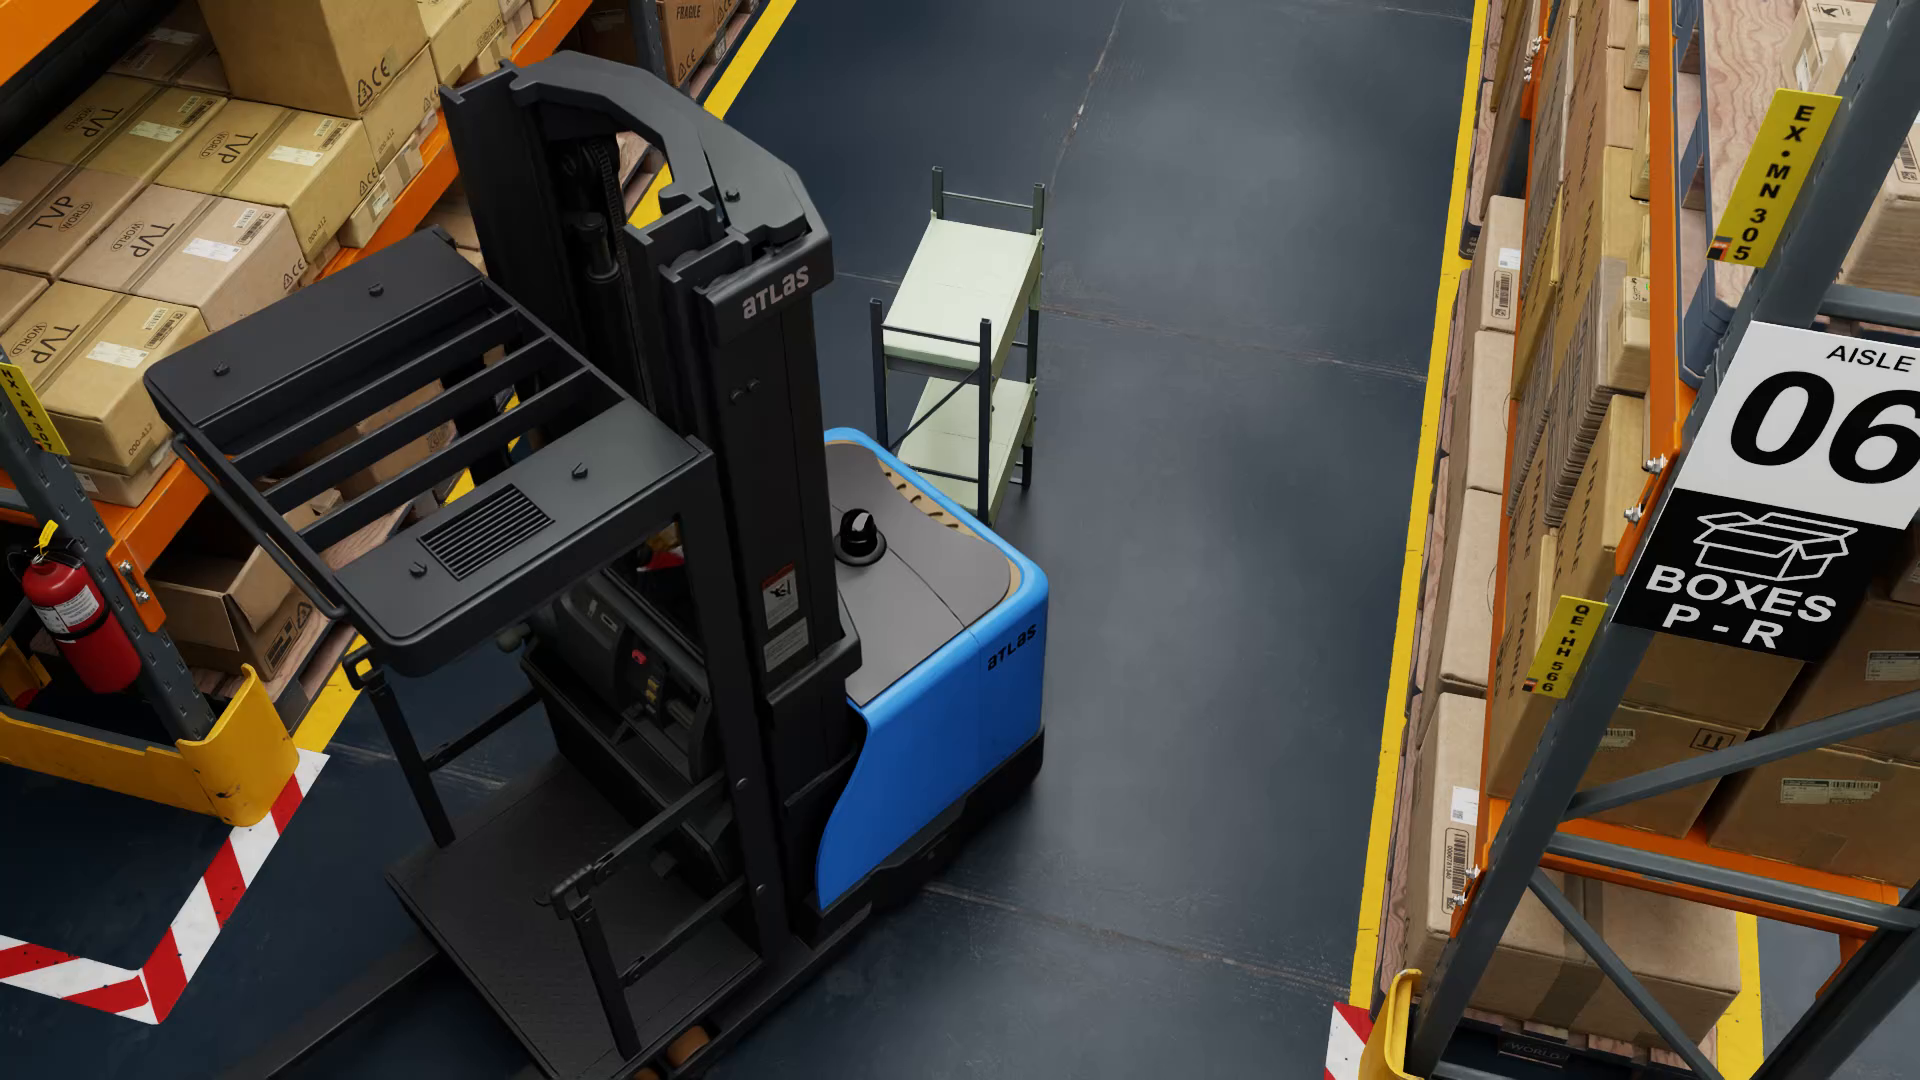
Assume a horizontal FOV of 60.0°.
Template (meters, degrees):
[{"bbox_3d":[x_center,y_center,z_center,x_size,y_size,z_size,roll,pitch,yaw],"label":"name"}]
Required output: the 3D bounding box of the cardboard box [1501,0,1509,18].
[{"bbox_3d":[3.410,-3.284,8.704,0.875,0.875,0.875,12,50,10],"label":"cardboard box"}]

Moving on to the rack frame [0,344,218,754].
[{"bbox_3d":[-2.985,-0.166,4.815,1.000,3.000,0.127,12,50,10],"label":"rack frame"}]

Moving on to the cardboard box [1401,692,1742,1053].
[{"bbox_3d":[1.882,1.022,5.195,0.875,0.438,0.875,10,49,9],"label":"cardboard box"}]

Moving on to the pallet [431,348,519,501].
[{"bbox_3d":[-2.433,-0.755,7.195,1.003,0.211,1.213,12,50,10],"label":"pallet"}]

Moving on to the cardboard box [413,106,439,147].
[{"bbox_3d":[-2.196,-1.583,6.233,0.380,0.149,0.250,11,50,10],"label":"cardboard box"}]

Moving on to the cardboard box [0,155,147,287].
[{"bbox_3d":[-2.983,-0.973,5.429,0.500,0.250,0.500,12,50,10],"label":"cardboard box"}]

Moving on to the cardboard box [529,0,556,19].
[{"bbox_3d":[-1.865,-2.311,6.875,0.380,0.149,0.250,13,50,11],"label":"cardboard box"}]

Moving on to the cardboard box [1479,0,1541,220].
[{"bbox_3d":[2.944,-1.983,7.555,0.875,0.875,0.875,13,50,11],"label":"cardboard box"}]

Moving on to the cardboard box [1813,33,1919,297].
[{"bbox_3d":[1.836,-0.648,2.992,0.500,0.250,0.500,7,49,7],"label":"cardboard box"}]

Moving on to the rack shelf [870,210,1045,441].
[{"bbox_3d":[0.002,-0.759,5.818,0.431,0.370,0.720,12,50,10],"label":"rack shelf"}]

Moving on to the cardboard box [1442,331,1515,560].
[{"bbox_3d":[2.354,-0.293,6.356,0.875,0.438,0.875,10,49,9],"label":"cardboard box"}]

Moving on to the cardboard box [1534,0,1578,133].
[{"bbox_3d":[2.482,-1.828,6.215,0.500,0.500,0.500,13,50,11],"label":"cardboard box"}]

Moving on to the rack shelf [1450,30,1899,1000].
[{"bbox_3d":[2.331,-0.398,5.499,1.077,0.370,4.000,12,50,10],"label":"rack shelf"}]

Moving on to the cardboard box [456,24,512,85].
[{"bbox_3d":[-2.000,-1.936,6.544,0.380,0.149,0.250,11,49,9],"label":"cardboard box"}]

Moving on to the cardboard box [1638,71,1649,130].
[{"bbox_3d":[2.076,-1.187,4.550,0.380,0.149,0.250,13,50,11],"label":"cardboard box"}]

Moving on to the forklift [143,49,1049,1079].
[{"bbox_3d":[-1.117,0.362,4.395,3.031,2.935,1.130,-36,58,-27],"label":"forklift"}]

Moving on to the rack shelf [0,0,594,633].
[{"bbox_3d":[-2.458,-1.375,6.361,1.077,0.370,4.000,12,50,10],"label":"rack shelf"}]

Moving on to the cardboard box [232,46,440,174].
[{"bbox_3d":[-2.229,-1.596,5.979,0.500,0.250,0.500,10,49,9],"label":"cardboard box"}]

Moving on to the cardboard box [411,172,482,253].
[{"bbox_3d":[-2.197,-1.263,7.170,0.700,0.500,0.500,10,49,9],"label":"cardboard box"}]

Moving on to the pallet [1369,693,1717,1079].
[{"bbox_3d":[1.940,1.139,5.522,1.003,0.211,1.213,12,50,10],"label":"pallet"}]

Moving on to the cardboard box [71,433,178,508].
[{"bbox_3d":[-2.634,-0.267,5.071,0.380,0.149,0.250,11,50,10],"label":"cardboard box"}]

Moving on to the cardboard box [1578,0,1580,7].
[{"bbox_3d":[2.499,-2.150,5.832,0.500,0.500,0.500,12,50,10],"label":"cardboard box"}]

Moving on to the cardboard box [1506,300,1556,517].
[{"bbox_3d":[1.949,-0.358,4.917,0.500,0.500,0.500,13,50,11],"label":"cardboard box"}]

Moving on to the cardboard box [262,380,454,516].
[{"bbox_3d":[-2.470,-0.512,6.508,0.700,0.500,0.500,13,50,12],"label":"cardboard box"}]

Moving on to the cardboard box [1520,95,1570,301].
[{"bbox_3d":[2.208,-1.106,5.578,0.500,0.500,0.500,12,50,10],"label":"cardboard box"}]

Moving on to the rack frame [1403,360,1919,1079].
[{"bbox_3d":[1.805,0.811,3.953,1.000,3.000,0.127,12,50,10],"label":"rack frame"}]

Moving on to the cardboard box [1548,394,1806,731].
[{"bbox_3d":[1.702,0.051,3.890,0.500,0.500,0.500,13,50,11],"label":"cardboard box"}]

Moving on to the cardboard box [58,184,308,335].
[{"bbox_3d":[-2.473,-0.855,5.324,0.500,0.250,0.500,12,50,10],"label":"cardboard box"}]

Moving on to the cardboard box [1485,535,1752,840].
[{"bbox_3d":[1.677,0.376,4.269,0.500,0.500,0.500,12,50,10],"label":"cardboard box"}]

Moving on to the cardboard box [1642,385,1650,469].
[{"bbox_3d":[1.750,-0.256,3.728,0.380,0.149,0.250,12,50,11],"label":"cardboard box"}]

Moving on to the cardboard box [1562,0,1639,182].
[{"bbox_3d":[2.214,-1.418,5.186,0.500,0.500,0.500,12,50,11],"label":"cardboard box"}]

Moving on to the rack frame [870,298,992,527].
[{"bbox_3d":[-0.095,-0.236,5.877,0.400,1.500,0.023,12,50,10],"label":"rack frame"}]

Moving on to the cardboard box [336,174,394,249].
[{"bbox_3d":[-2.247,-1.189,5.885,0.380,0.149,0.250,10,49,9],"label":"cardboard box"}]

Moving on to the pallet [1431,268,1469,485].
[{"bbox_3d":[2.582,-0.625,7.080,1.003,0.211,1.213,12,50,10],"label":"pallet"}]

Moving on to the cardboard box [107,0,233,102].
[{"bbox_3d":[-2.710,-1.708,6.078,0.500,0.250,0.500,11,50,10],"label":"cardboard box"}]

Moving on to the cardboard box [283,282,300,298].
[{"bbox_3d":[-2.450,-0.828,5.566,0.380,0.149,0.250,13,50,11],"label":"cardboard box"}]

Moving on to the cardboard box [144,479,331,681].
[{"bbox_3d":[-2.732,0.097,5.967,0.797,0.503,0.637,10,49,9],"label":"cardboard box"}]

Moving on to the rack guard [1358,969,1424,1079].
[{"bbox_3d":[1.799,1.655,4.875,1.175,0.500,0.348,12,50,10],"label":"rack guard"}]

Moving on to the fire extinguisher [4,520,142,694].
[{"bbox_3d":[-2.578,0.180,4.809,0.296,0.674,0.183,12,50,10],"label":"fire extinguisher"}]

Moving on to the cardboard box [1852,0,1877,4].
[{"bbox_3d":[2.247,-1.397,3.614,0.500,0.311,0.500,12,50,11],"label":"cardboard box"}]

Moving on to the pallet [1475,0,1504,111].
[{"bbox_3d":[3.307,-2.618,8.839,1.003,0.211,1.213,12,50,10],"label":"pallet"}]

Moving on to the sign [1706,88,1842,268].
[{"bbox_3d":[1.285,-0.566,2.629,0.100,0.325,0.005,12,50,10],"label":"sign"}]

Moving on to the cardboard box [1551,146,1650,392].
[{"bbox_3d":[1.945,-0.690,4.544,0.500,0.500,0.500,11,50,10],"label":"cardboard box"}]

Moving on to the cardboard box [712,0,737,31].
[{"bbox_3d":[-1.457,-3.064,8.760,0.500,0.500,0.500,11,49,10],"label":"cardboard box"}]

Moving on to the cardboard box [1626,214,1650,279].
[{"bbox_3d":[1.843,-0.633,4.061,0.380,0.149,0.250,13,50,11],"label":"cardboard box"}]

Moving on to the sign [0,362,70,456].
[{"bbox_3d":[-2.461,-0.346,4.396,0.100,0.325,0.005,12,50,10],"label":"sign"}]

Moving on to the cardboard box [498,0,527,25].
[{"bbox_3d":[-1.948,-2.327,6.623,0.500,0.250,0.500,12,50,10],"label":"cardboard box"}]

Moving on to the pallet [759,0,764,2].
[{"bbox_3d":[-1.435,-3.618,9.721,1.003,0.211,1.213,12,50,10],"label":"pallet"}]

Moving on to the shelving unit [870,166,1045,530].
[{"bbox_3d":[0.002,-0.501,6.111,0.431,1.500,0.755,12,50,10],"label":"shelving unit"}]

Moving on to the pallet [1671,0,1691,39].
[{"bbox_3d":[2.309,-1.577,4.118,1.003,0.211,1.213,12,50,10],"label":"pallet"}]
